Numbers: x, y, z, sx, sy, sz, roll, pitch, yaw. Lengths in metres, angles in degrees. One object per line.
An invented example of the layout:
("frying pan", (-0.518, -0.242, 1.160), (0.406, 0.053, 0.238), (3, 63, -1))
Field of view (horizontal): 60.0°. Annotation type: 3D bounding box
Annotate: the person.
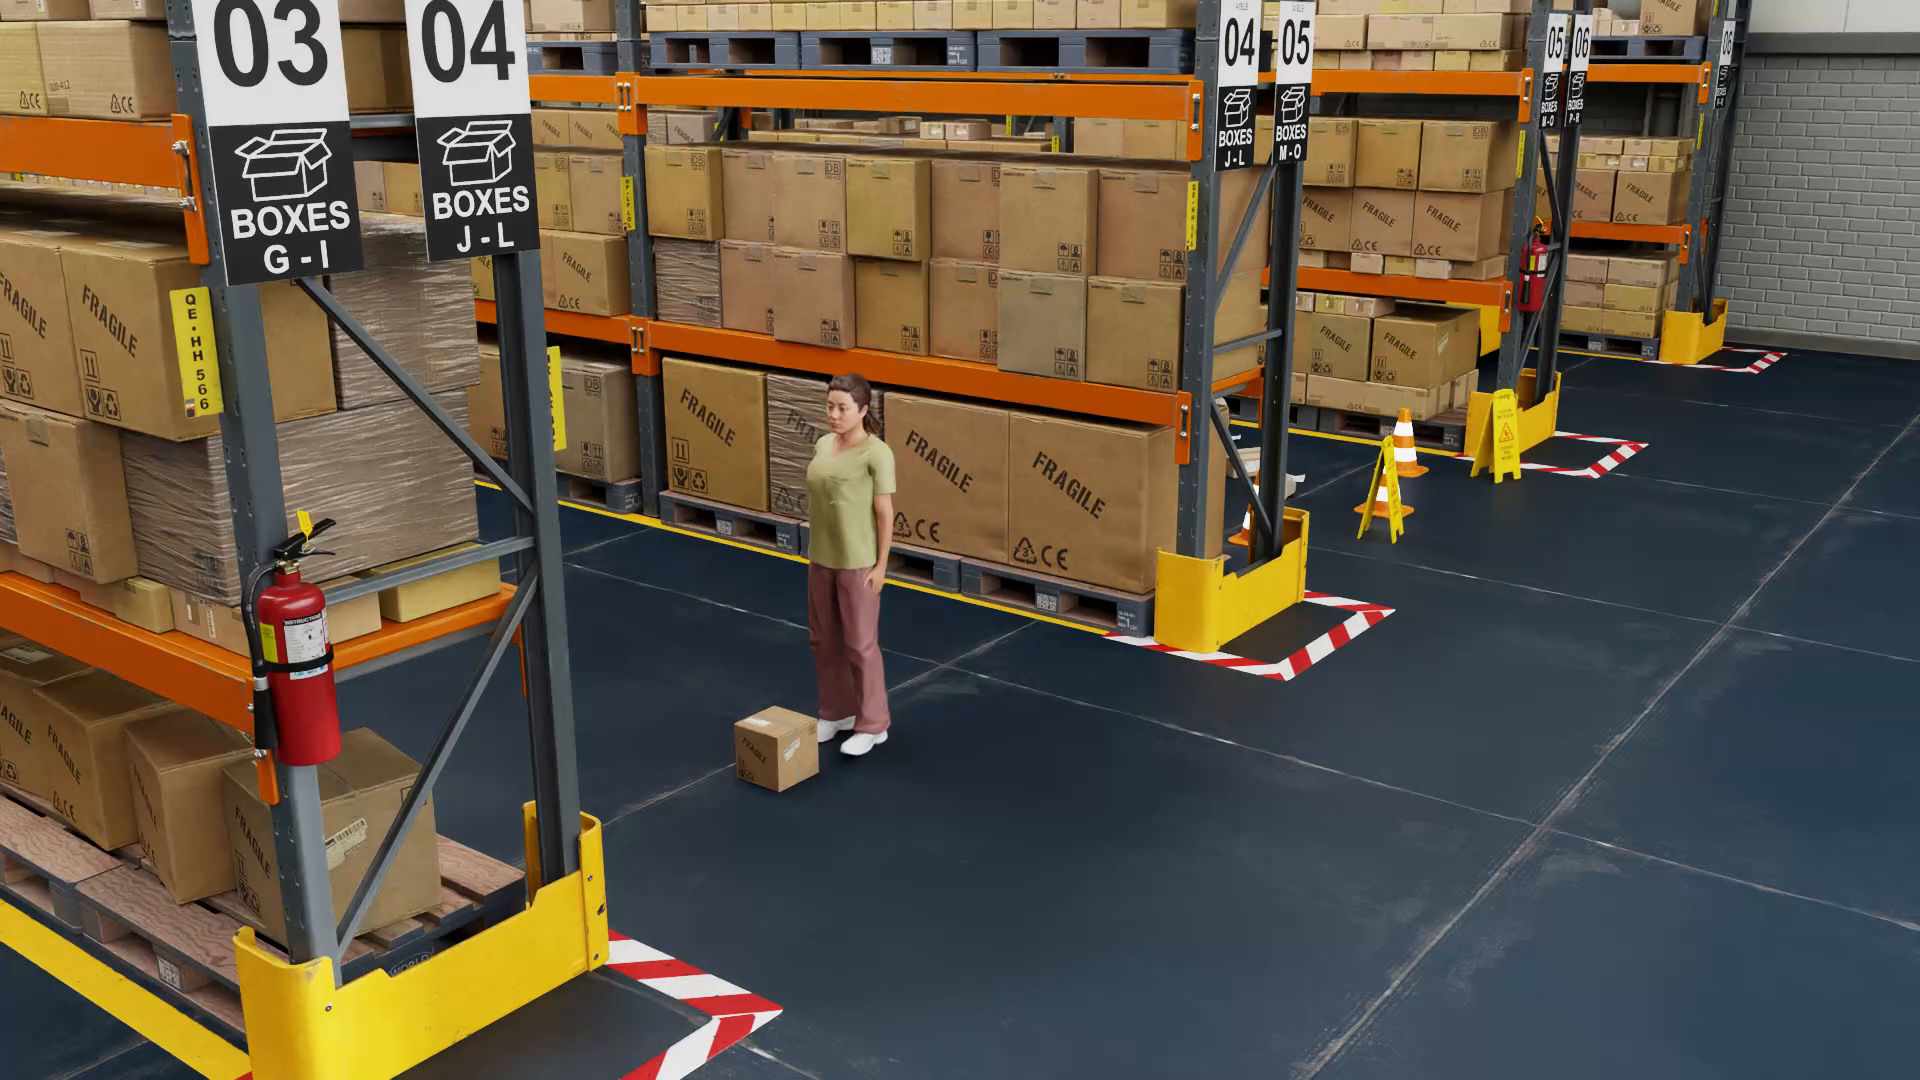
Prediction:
("person", (-0.479, 0.100, 7.221), (0.441, 1.668, 0.370), (13, 21, 36))
